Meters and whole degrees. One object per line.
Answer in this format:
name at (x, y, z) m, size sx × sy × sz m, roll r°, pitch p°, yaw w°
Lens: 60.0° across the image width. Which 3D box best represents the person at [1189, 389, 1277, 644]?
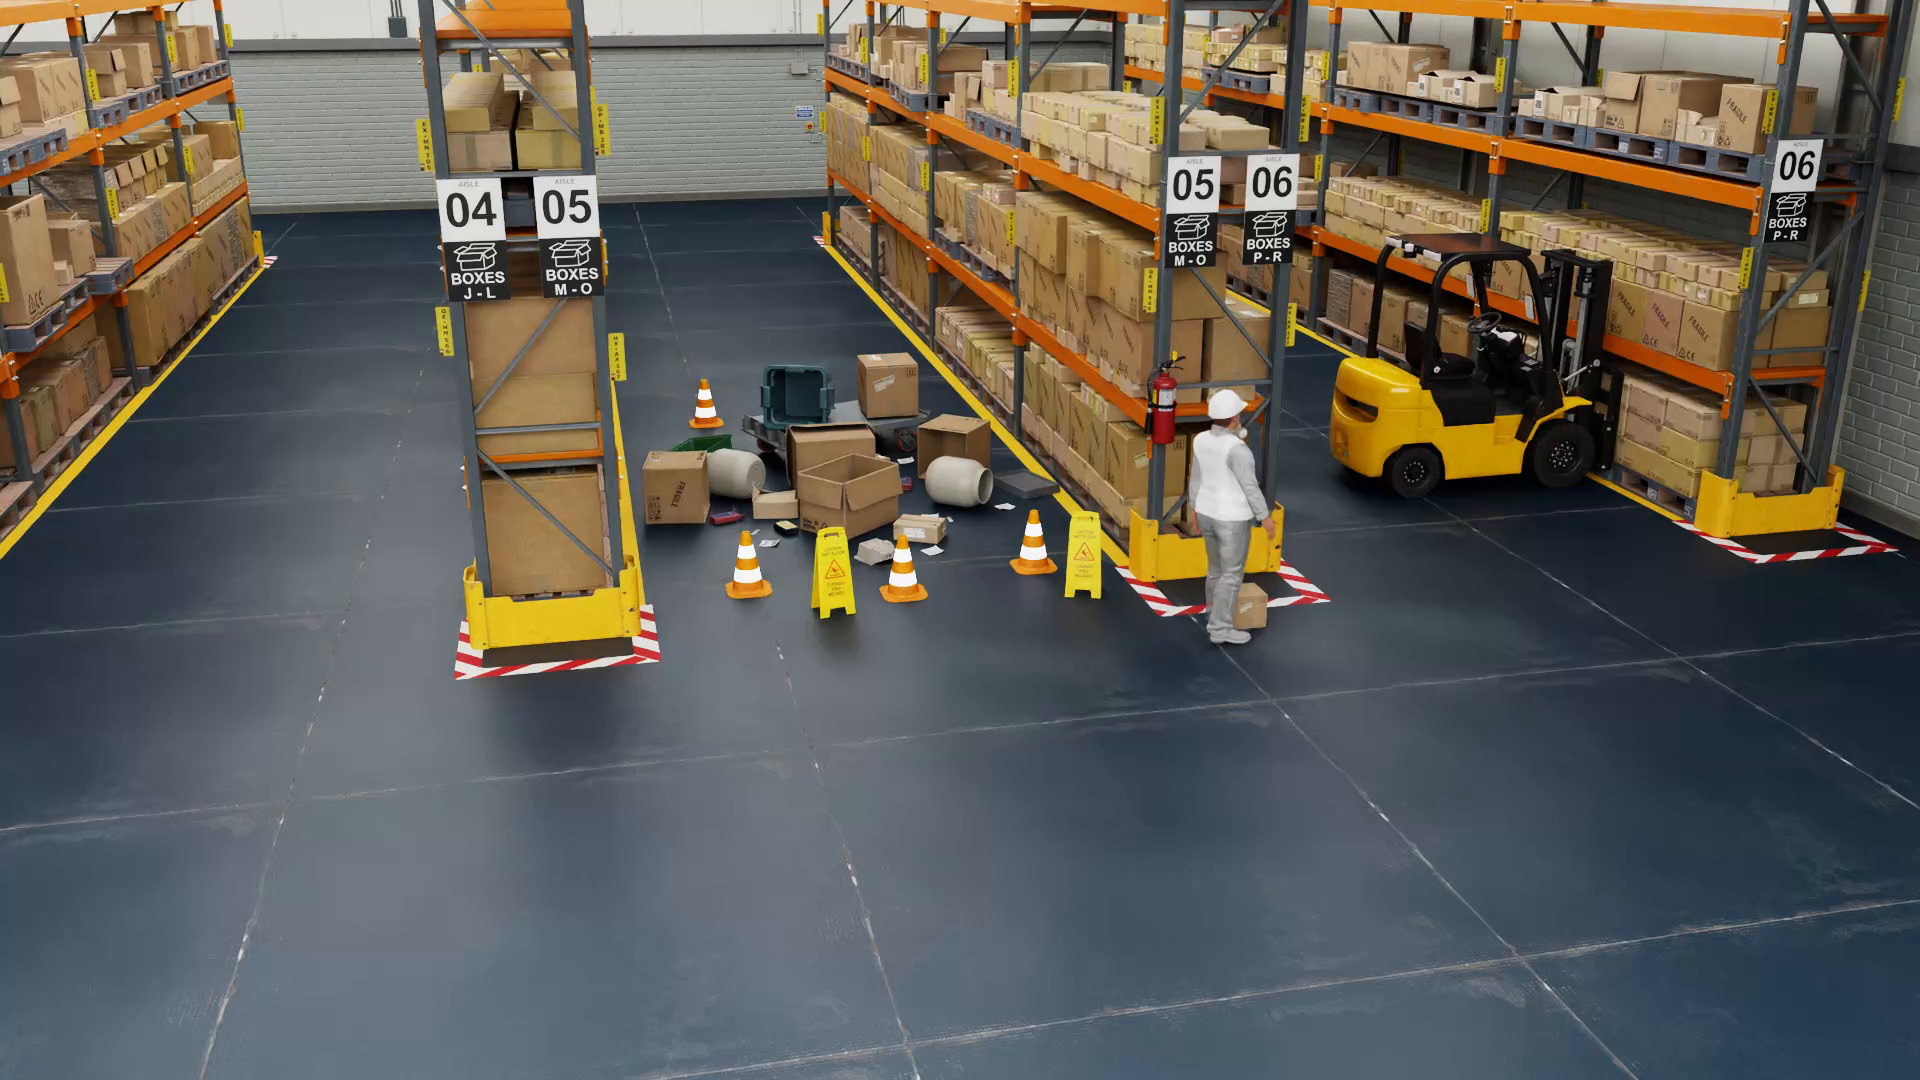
person at (1.881, -0.163, 11.458) m, size 0.447 × 1.789 × 0.616 m, roll -12°, pitch 23°, yaw -30°
